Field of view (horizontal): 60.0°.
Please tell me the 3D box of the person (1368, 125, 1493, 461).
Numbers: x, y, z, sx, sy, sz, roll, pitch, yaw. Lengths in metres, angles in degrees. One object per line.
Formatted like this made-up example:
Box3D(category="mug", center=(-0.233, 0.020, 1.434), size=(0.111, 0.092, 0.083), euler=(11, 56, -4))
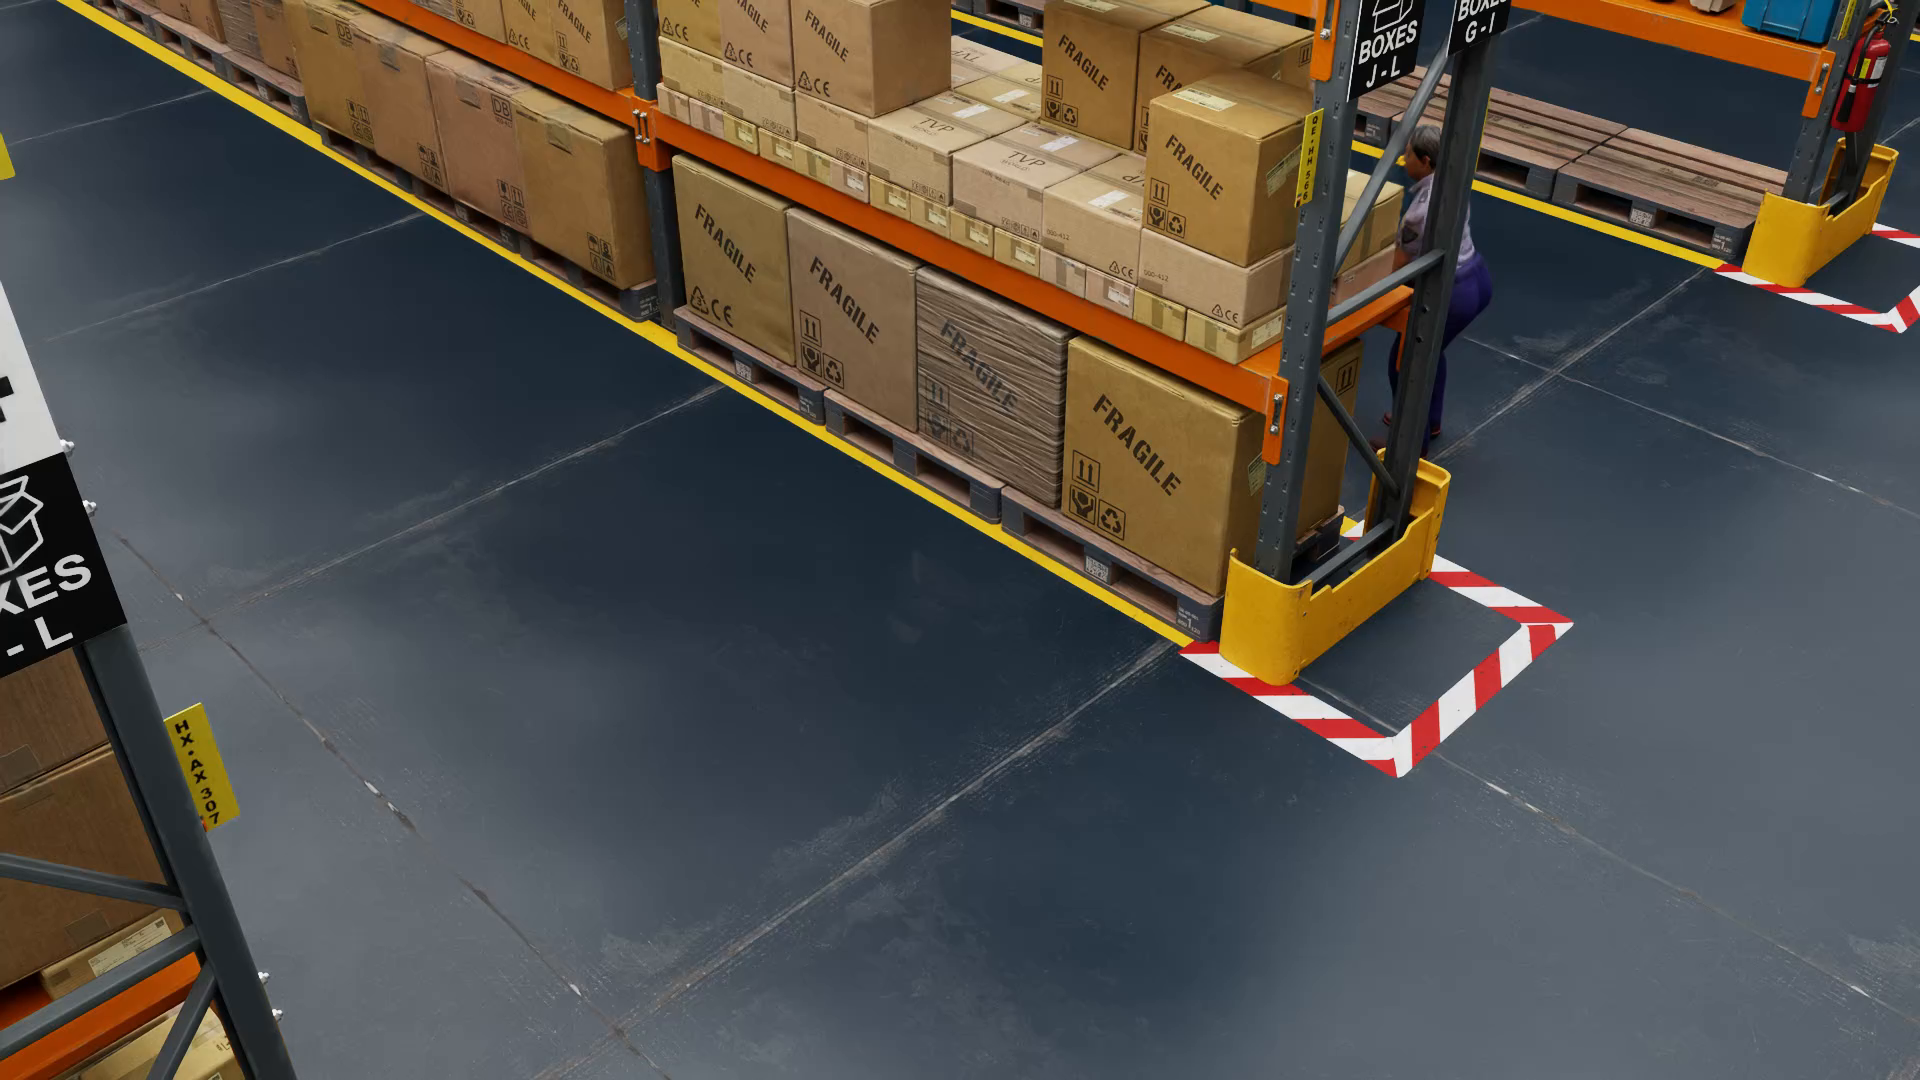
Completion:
Box3D(category="person", center=(2.179, -1.156, 7.810), size=(0.569, 1.610, 0.437), euler=(23, 42, 29))
